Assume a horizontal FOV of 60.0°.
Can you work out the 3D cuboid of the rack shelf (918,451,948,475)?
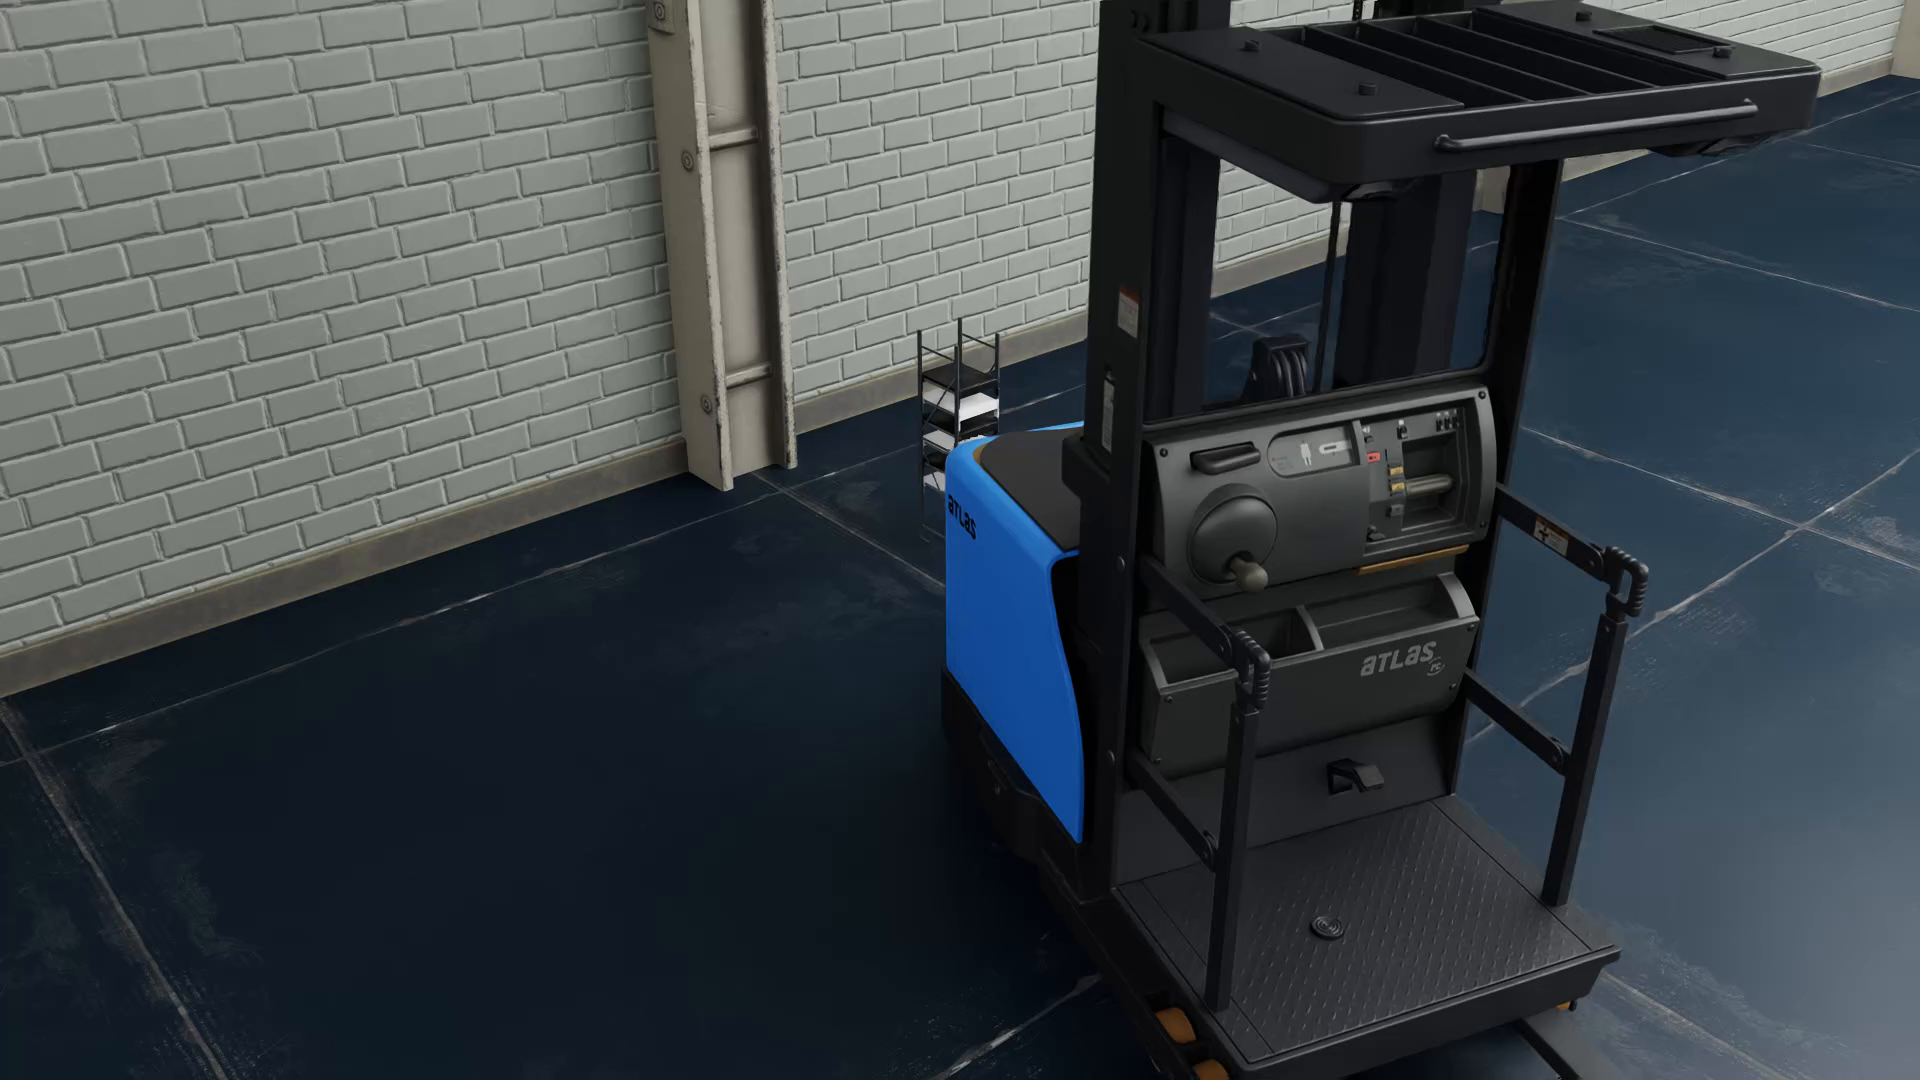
[{"bbox_3d":[-0.006,-0.286,6.591,0.200,0.077,0.258,-22,35,-35],"label":"rack shelf"}]

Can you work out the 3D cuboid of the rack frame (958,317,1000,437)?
[{"bbox_3d":[0.071,-0.425,6.591,0.006,0.900,0.240,-22,35,-35],"label":"rack frame"}]

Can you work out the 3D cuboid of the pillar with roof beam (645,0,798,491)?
[{"bbox_3d":[1.828,-2.748,2.345,0.400,9.000,9.100,-22,35,-35],"label":"pillar with roof beam"}]

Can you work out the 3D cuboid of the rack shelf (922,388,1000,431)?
[{"bbox_3d":[-0.006,-0.524,6.464,0.200,0.077,0.258,-22,35,-35],"label":"rack shelf"}]

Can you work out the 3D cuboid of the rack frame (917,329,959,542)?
[{"bbox_3d":[-0.084,-0.363,6.475,0.006,0.900,0.240,-22,35,-35],"label":"rack frame"}]

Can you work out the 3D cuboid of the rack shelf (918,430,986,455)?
[{"bbox_3d":[-0.006,-0.365,6.549,0.200,0.077,0.258,-22,35,-35],"label":"rack shelf"}]

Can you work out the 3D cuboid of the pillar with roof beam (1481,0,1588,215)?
[{"bbox_3d":[6.393,-4.584,5.779,0.400,9.000,9.100,-22,35,-35],"label":"pillar with roof beam"}]

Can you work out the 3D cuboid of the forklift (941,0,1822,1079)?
[{"bbox_3d":[0.964,-0.082,3.793,1.130,2.935,3.031,-11,30,-19],"label":"forklift"}]

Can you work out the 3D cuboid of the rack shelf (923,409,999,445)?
[{"bbox_3d":[-0.006,-0.444,6.507,0.200,0.077,0.258,-22,35,-35],"label":"rack shelf"}]

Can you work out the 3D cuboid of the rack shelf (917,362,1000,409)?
[{"bbox_3d":[-0.006,-0.603,6.422,0.200,0.077,0.258,-22,35,-35],"label":"rack shelf"}]

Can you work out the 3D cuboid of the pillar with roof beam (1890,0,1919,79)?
[{"bbox_3d":[10.957,-6.419,9.214,0.400,9.000,9.100,-22,35,-35],"label":"pillar with roof beam"}]

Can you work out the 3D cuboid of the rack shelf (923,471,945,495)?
[{"bbox_3d":[-0.006,-0.206,6.634,0.200,0.077,0.258,-22,35,-35],"label":"rack shelf"}]

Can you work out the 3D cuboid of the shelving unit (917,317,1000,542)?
[{"bbox_3d":[-0.006,-0.394,6.533,0.210,0.900,0.258,-22,35,-35],"label":"shelving unit"}]
